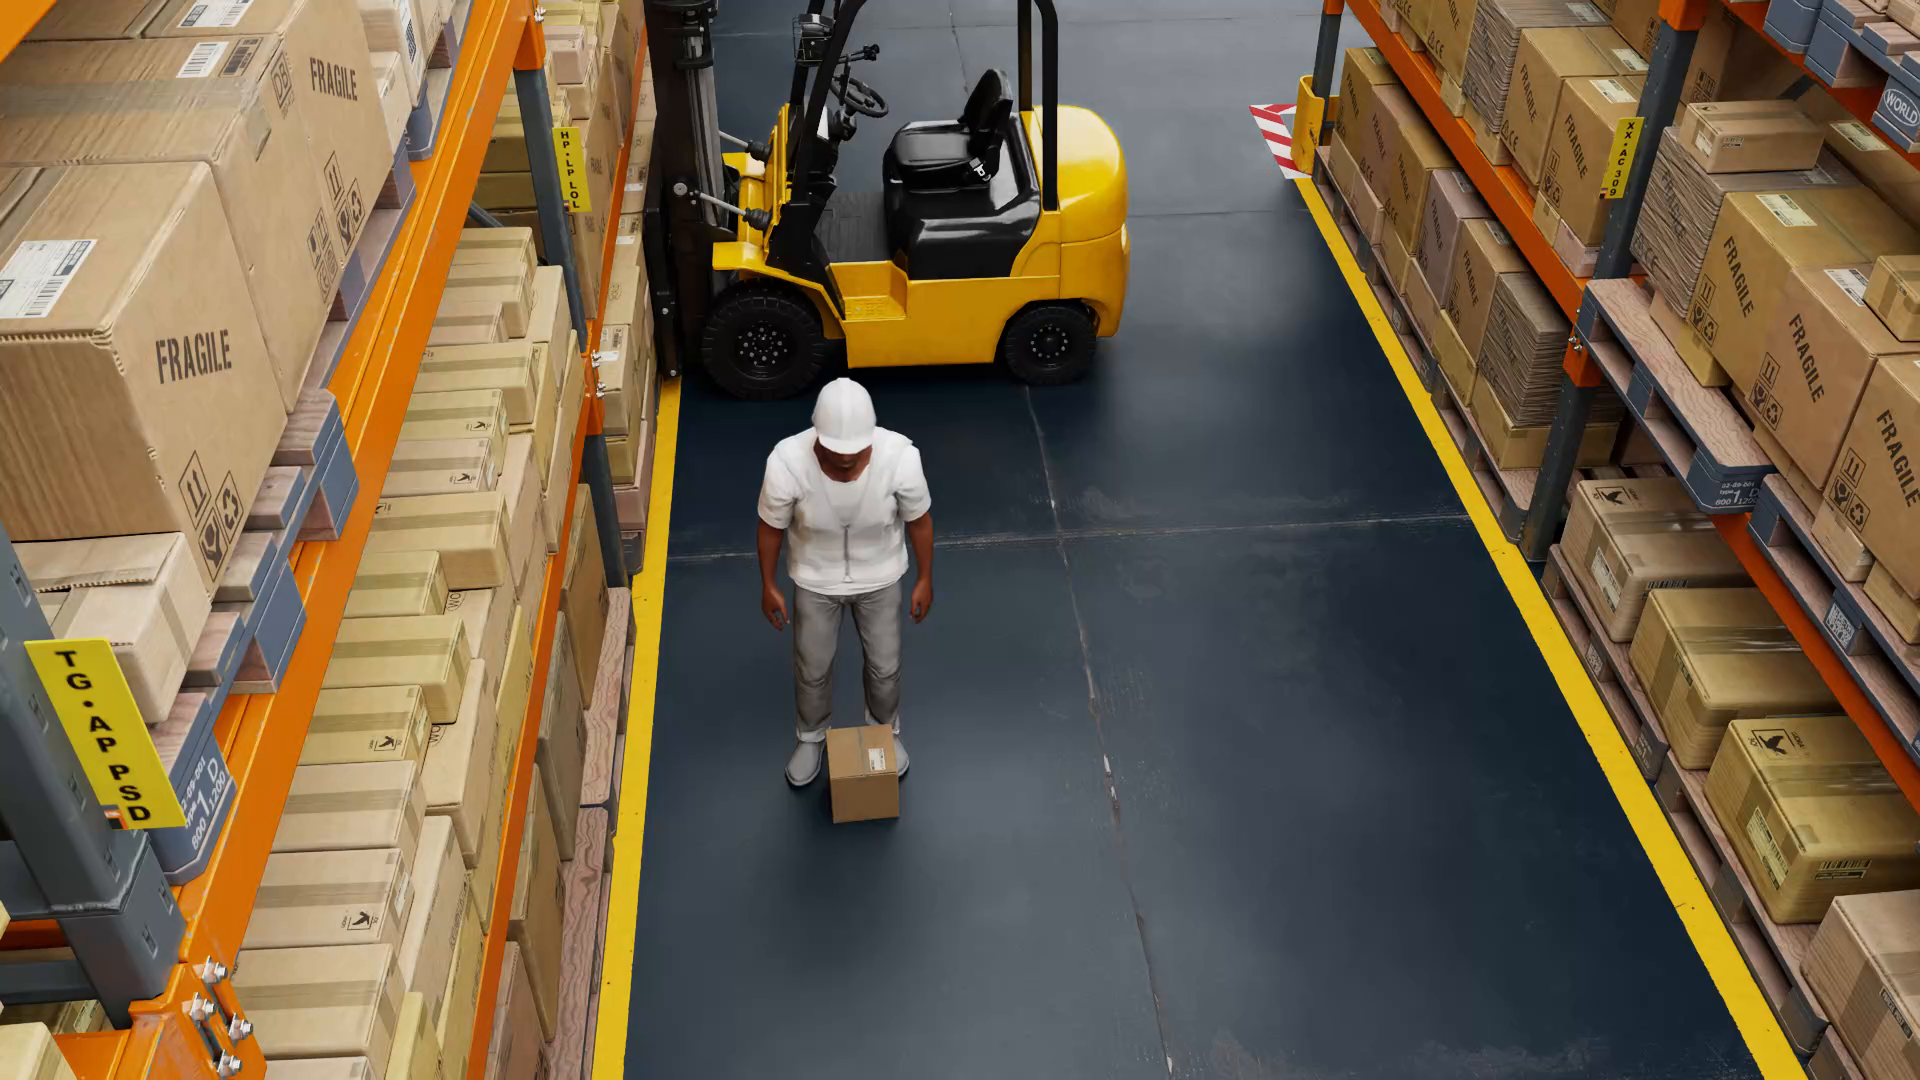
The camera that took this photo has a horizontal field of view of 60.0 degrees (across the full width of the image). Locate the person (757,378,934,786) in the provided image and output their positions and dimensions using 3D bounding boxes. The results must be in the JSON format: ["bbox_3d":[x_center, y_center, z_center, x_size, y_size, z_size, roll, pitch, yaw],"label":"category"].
[{"bbox_3d":[-0.403,0.150,5.953,0.626,1.761,0.457,-3,39,-4],"label":"person"}]
